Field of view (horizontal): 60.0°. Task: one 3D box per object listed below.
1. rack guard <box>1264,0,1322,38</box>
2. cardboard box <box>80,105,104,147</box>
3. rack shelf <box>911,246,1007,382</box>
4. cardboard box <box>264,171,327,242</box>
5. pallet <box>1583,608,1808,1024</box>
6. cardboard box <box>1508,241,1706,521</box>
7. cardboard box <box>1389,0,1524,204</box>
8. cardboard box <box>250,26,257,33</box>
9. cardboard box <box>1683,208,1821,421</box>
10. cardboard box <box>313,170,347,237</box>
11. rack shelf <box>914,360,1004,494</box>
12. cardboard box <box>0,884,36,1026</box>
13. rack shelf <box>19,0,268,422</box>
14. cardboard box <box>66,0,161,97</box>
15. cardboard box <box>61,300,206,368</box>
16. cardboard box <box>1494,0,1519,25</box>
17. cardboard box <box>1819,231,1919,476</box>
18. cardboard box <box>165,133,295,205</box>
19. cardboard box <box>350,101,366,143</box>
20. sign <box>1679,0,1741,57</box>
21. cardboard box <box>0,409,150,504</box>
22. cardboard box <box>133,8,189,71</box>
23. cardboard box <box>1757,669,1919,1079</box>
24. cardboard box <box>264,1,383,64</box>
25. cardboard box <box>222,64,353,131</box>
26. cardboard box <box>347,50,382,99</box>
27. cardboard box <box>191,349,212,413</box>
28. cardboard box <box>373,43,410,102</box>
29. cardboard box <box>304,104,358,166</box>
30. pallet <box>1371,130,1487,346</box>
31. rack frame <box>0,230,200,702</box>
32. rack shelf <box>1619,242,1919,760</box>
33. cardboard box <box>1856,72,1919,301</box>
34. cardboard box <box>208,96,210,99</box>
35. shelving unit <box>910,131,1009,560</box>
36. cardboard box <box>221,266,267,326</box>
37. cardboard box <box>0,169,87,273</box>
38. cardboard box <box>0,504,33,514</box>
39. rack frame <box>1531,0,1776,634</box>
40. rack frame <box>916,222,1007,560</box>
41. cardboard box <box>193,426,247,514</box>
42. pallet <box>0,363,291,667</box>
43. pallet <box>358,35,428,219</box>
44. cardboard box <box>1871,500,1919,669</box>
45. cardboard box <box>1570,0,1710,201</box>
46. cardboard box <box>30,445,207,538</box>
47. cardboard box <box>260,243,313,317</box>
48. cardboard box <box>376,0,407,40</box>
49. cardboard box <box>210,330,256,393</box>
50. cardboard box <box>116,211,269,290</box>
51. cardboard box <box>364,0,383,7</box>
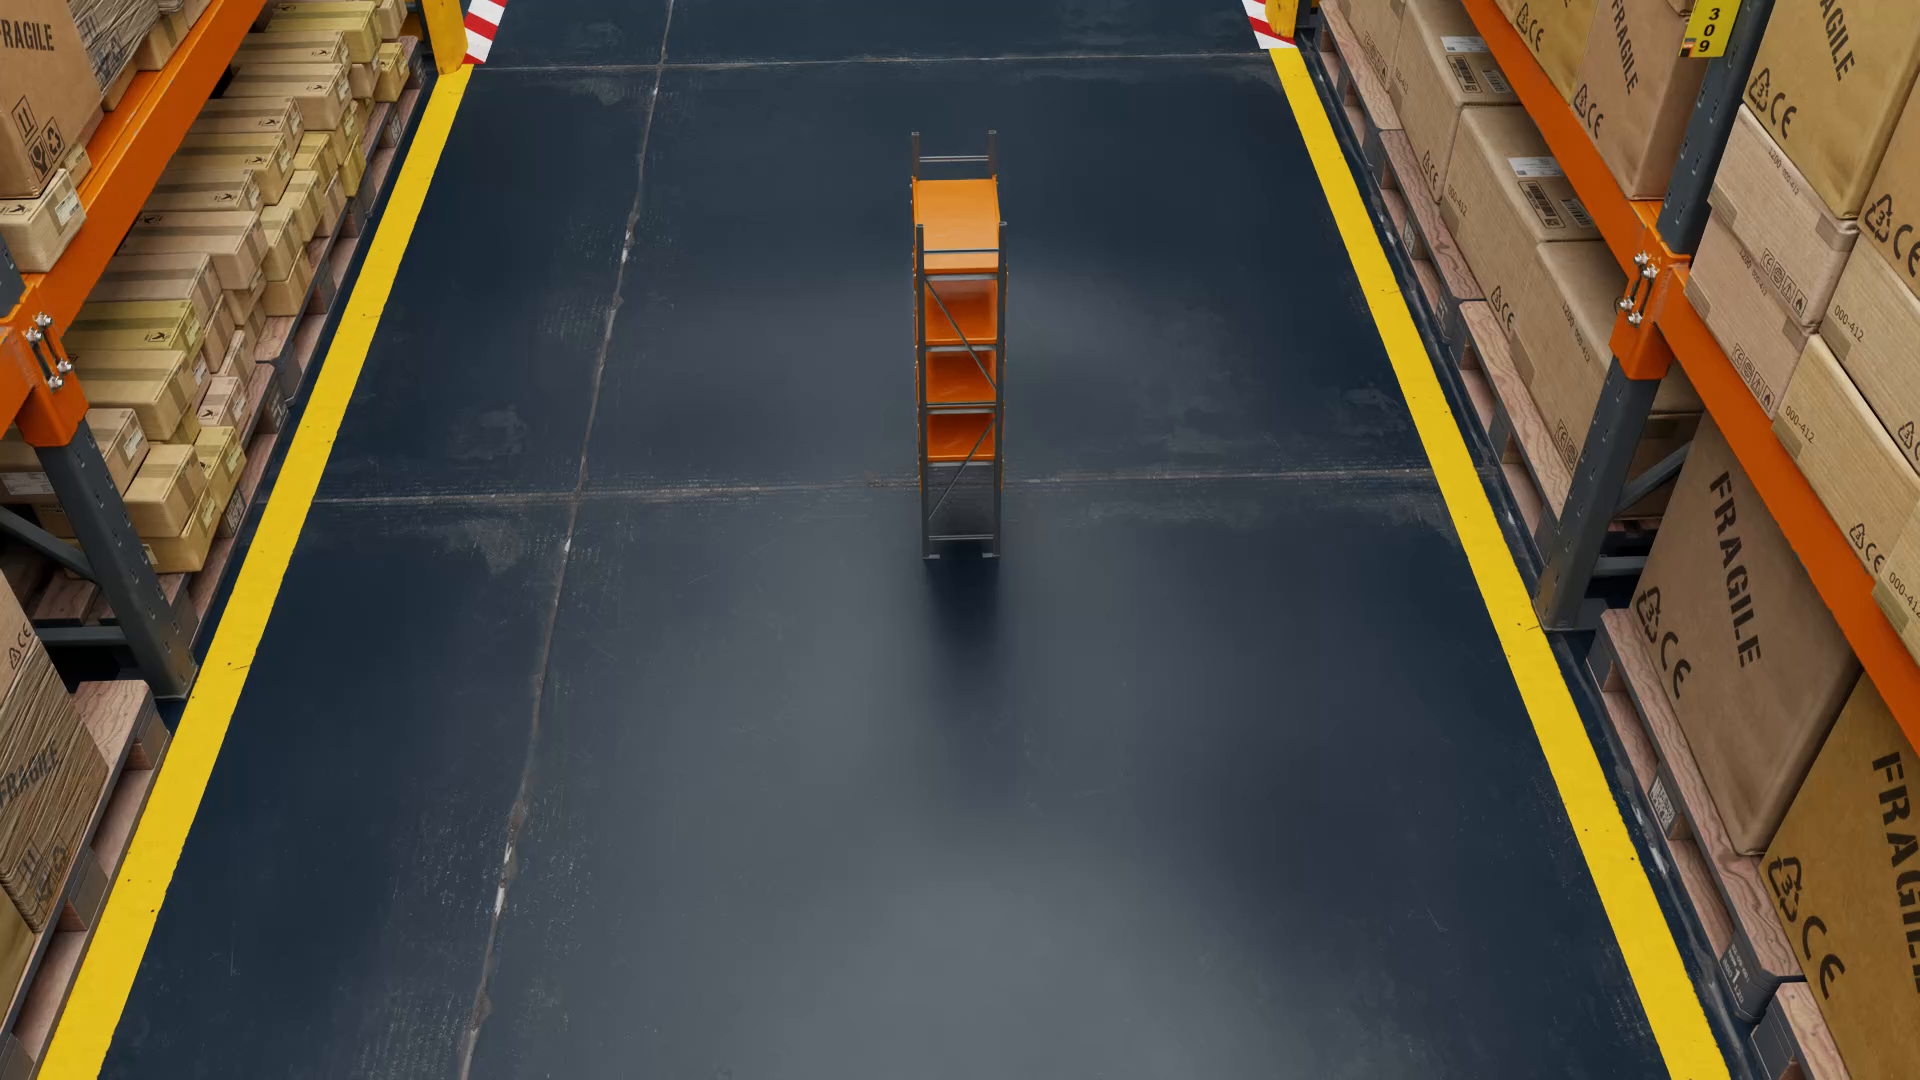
[{"bbox_3d":[2.061,-2.679,7.803,1.175,0.500,0.348,-2,43,-2],"label":"rack guard"},{"bbox_3d":[-2.544,-1.133,4.452,0.380,0.149,0.250,-3,43,-4],"label":"cardboard box"},{"bbox_3d":[-0.007,-0.669,4.861,0.258,0.148,0.480,-2,43,-2],"label":"rack shelf"},{"bbox_3d":[-2.481,-1.181,5.897,0.380,0.149,0.250,-1,43,-1],"label":"cardboard box"},{"bbox_3d":[2.340,0.663,4.371,1.003,0.211,1.213,-2,43,-2],"label":"pallet"},{"bbox_3d":[2.312,-0.521,5.184,0.875,0.438,0.875,-2,43,-2],"label":"cardboard box"},{"bbox_3d":[2.237,-1.734,6.508,0.875,0.438,0.875,-1,43,-1],"label":"cardboard box"},{"bbox_3d":[-3.114,-2.227,7.038,0.380,0.149,0.250,0,43,0],"label":"cardboard box"},{"bbox_3d":[1.987,-0.524,3.713,0.500,0.250,0.500,-3,43,-3],"label":"cardboard box"},{"bbox_3d":[-2.523,-1.255,6.199,0.380,0.149,0.250,-1,43,-1],"label":"cardboard box"},{"bbox_3d":[-0.007,-0.358,5.146,0.258,0.148,0.480,-2,43,-2],"label":"rack shelf"},{"bbox_3d":[-2.405,0.932,3.553,0.500,0.500,0.500,-3,43,-3],"label":"cardboard box"},{"bbox_3d":[-2.795,-1.759,5.481,1.077,0.370,4.000,-2,43,-2],"label":"rack shelf"},{"bbox_3d":[-2.507,-1.496,4.368,0.500,0.500,0.500,-2,43,-2],"label":"cardboard box"},{"bbox_3d":[-2.530,-0.592,5.035,0.380,0.149,0.250,-2,43,-2],"label":"cardboard box"},{"bbox_3d":[1.893,-1.913,5.043,0.500,0.500,0.500,-2,43,-2],"label":"cardboard box"},{"bbox_3d":[2.019,-0.357,3.160,0.500,0.250,0.500,-1,43,-1],"label":"cardboard box"},{"bbox_3d":[-2.558,-1.291,5.797,0.380,0.149,0.250,-1,43,-2],"label":"cardboard box"},{"bbox_3d":[-2.588,-1.611,6.586,0.380,0.149,0.250,-1,43,-1],"label":"cardboard box"},{"bbox_3d":[1.677,-1.215,3.657,0.100,0.325,0.005,-2,43,-2],"label":"sign"},{"bbox_3d":[-2.517,-0.235,4.646,0.380,0.149,0.250,0,43,0],"label":"cardboard box"},{"bbox_3d":[-2.495,-1.488,4.840,0.380,0.149,0.250,-1,43,-1],"label":"cardboard box"},{"bbox_3d":[2.384,0.770,3.451,0.875,0.875,0.875,-1,43,-1],"label":"cardboard box"},{"bbox_3d":[-2.513,-2.005,6.576,0.380,0.149,0.250,-3,43,-3],"label":"cardboard box"},{"bbox_3d":[-2.498,-1.648,6.187,0.380,0.149,0.250,0,43,0],"label":"cardboard box"},{"bbox_3d":[-2.548,-1.889,6.670,0.380,0.149,0.250,-3,43,-4],"label":"cardboard box"},{"bbox_3d":[-2.552,-0.473,5.125,0.380,0.149,0.250,-2,43,-2],"label":"cardboard box"},{"bbox_3d":[-2.537,-1.958,6.965,0.380,0.149,0.250,0,43,0],"label":"cardboard box"},{"bbox_3d":[-2.513,-1.540,6.289,0.380,0.149,0.250,-1,43,-1],"label":"cardboard box"},{"bbox_3d":[2.223,-1.197,6.400,1.003,0.211,1.213,-2,43,-2],"label":"pallet"},{"bbox_3d":[-2.710,-0.674,3.765,1.000,3.000,0.127,-2,43,-2],"label":"rack frame"},{"bbox_3d":[2.317,0.731,2.765,1.077,0.370,4.000,-2,43,-2],"label":"rack shelf"},{"bbox_3d":[2.012,-0.641,2.916,0.500,0.500,0.500,-2,43,-2],"label":"cardboard box"},{"bbox_3d":[-3.157,-1.701,6.465,0.380,0.149,0.250,0,43,0],"label":"cardboard box"},{"bbox_3d":[-0.007,-0.554,4.966,0.258,1.200,0.503,-2,43,-2],"label":"shelving unit"},{"bbox_3d":[-2.549,-0.842,5.527,0.380,0.149,0.250,0,43,0],"label":"cardboard box"},{"bbox_3d":[-2.395,-0.782,4.069,0.380,0.149,0.250,0,43,0],"label":"cardboard box"},{"bbox_3d":[-2.994,-0.210,5.059,0.380,0.149,0.250,-1,43,-1],"label":"cardboard box"},{"bbox_3d":[2.232,-0.884,3.995,1.000,3.000,0.127,-2,43,-2],"label":"rack frame"},{"bbox_3d":[0.003,-0.389,4.787,0.240,1.200,0.015,-2,43,-2],"label":"rack frame"},{"bbox_3d":[-2.415,-0.212,5.061,0.380,0.149,0.250,0,43,-1],"label":"cardboard box"},{"bbox_3d":[-2.773,-0.098,5.201,1.003,0.211,1.213,-2,43,-2],"label":"pallet"},{"bbox_3d":[-2.877,-1.745,6.998,1.003,0.211,1.213,-2,43,-2],"label":"pallet"},{"bbox_3d":[2.016,0.172,2.954,0.500,0.250,0.500,-2,43,-2],"label":"cardboard box"},{"bbox_3d":[1.957,-1.227,4.294,0.500,0.500,0.500,-1,43,-1],"label":"cardboard box"},{"bbox_3d":[-2.405,-0.141,4.763,0.380,0.149,0.250,0,43,0],"label":"cardboard box"},{"bbox_3d":[-2.500,-0.907,5.819,0.380,0.149,0.250,-3,43,-3],"label":"cardboard box"},{"bbox_3d":[-2.572,-2.240,7.052,0.380,0.149,0.250,-3,43,-3],"label":"cardboard box"},{"bbox_3d":[-2.538,-0.549,5.428,0.380,0.149,0.250,-2,43,-3],"label":"cardboard box"},{"bbox_3d":[-2.493,-0.942,5.417,0.380,0.149,0.250,-1,43,-1],"label":"cardboard box"},{"bbox_3d":[-2.604,-2.347,6.950,0.380,0.149,0.250,-1,43,-1],"label":"cardboard box"}]
